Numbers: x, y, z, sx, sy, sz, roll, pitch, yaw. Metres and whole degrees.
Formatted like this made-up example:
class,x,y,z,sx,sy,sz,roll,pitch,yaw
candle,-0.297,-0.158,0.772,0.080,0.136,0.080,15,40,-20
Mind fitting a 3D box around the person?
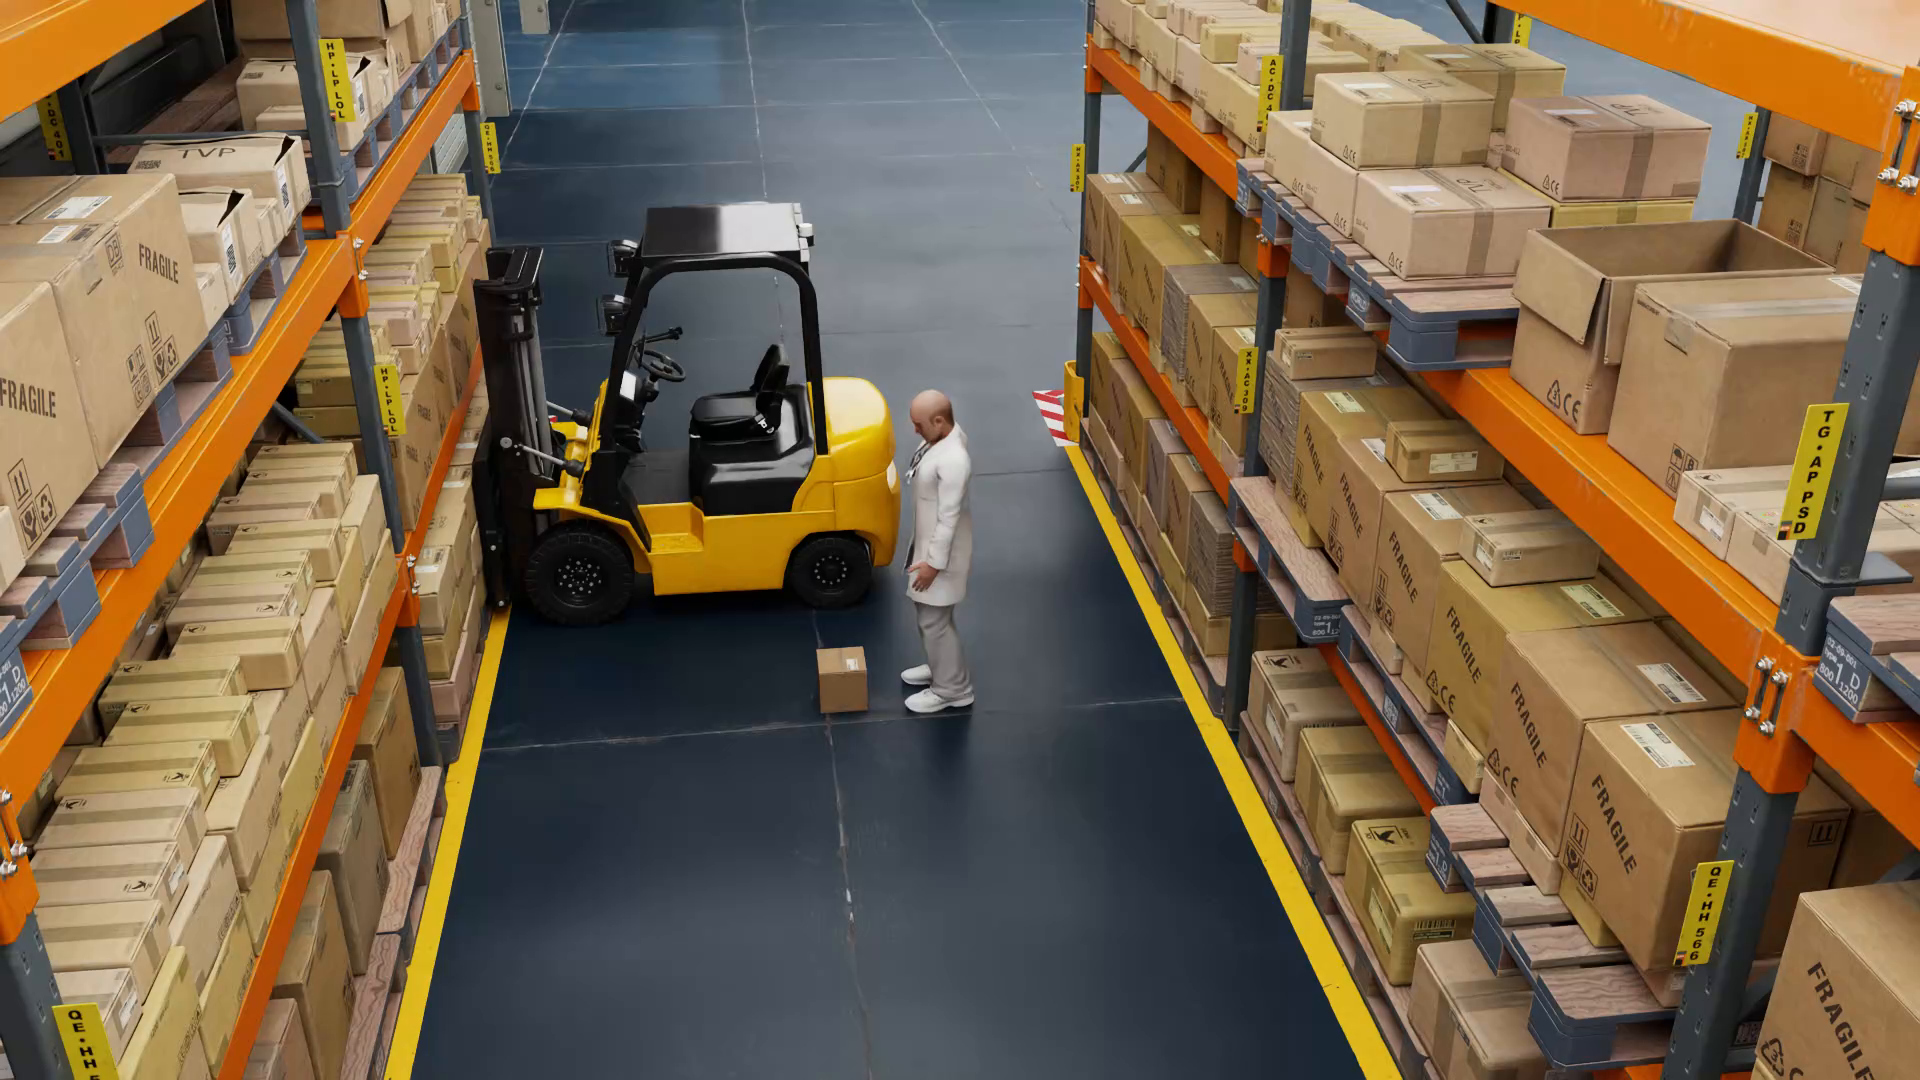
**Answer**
class,x,y,z,sx,sy,sz,roll,pitch,yaw
person,-0.117,0.052,8.556,0.381,1.765,0.569,-3,27,-6
